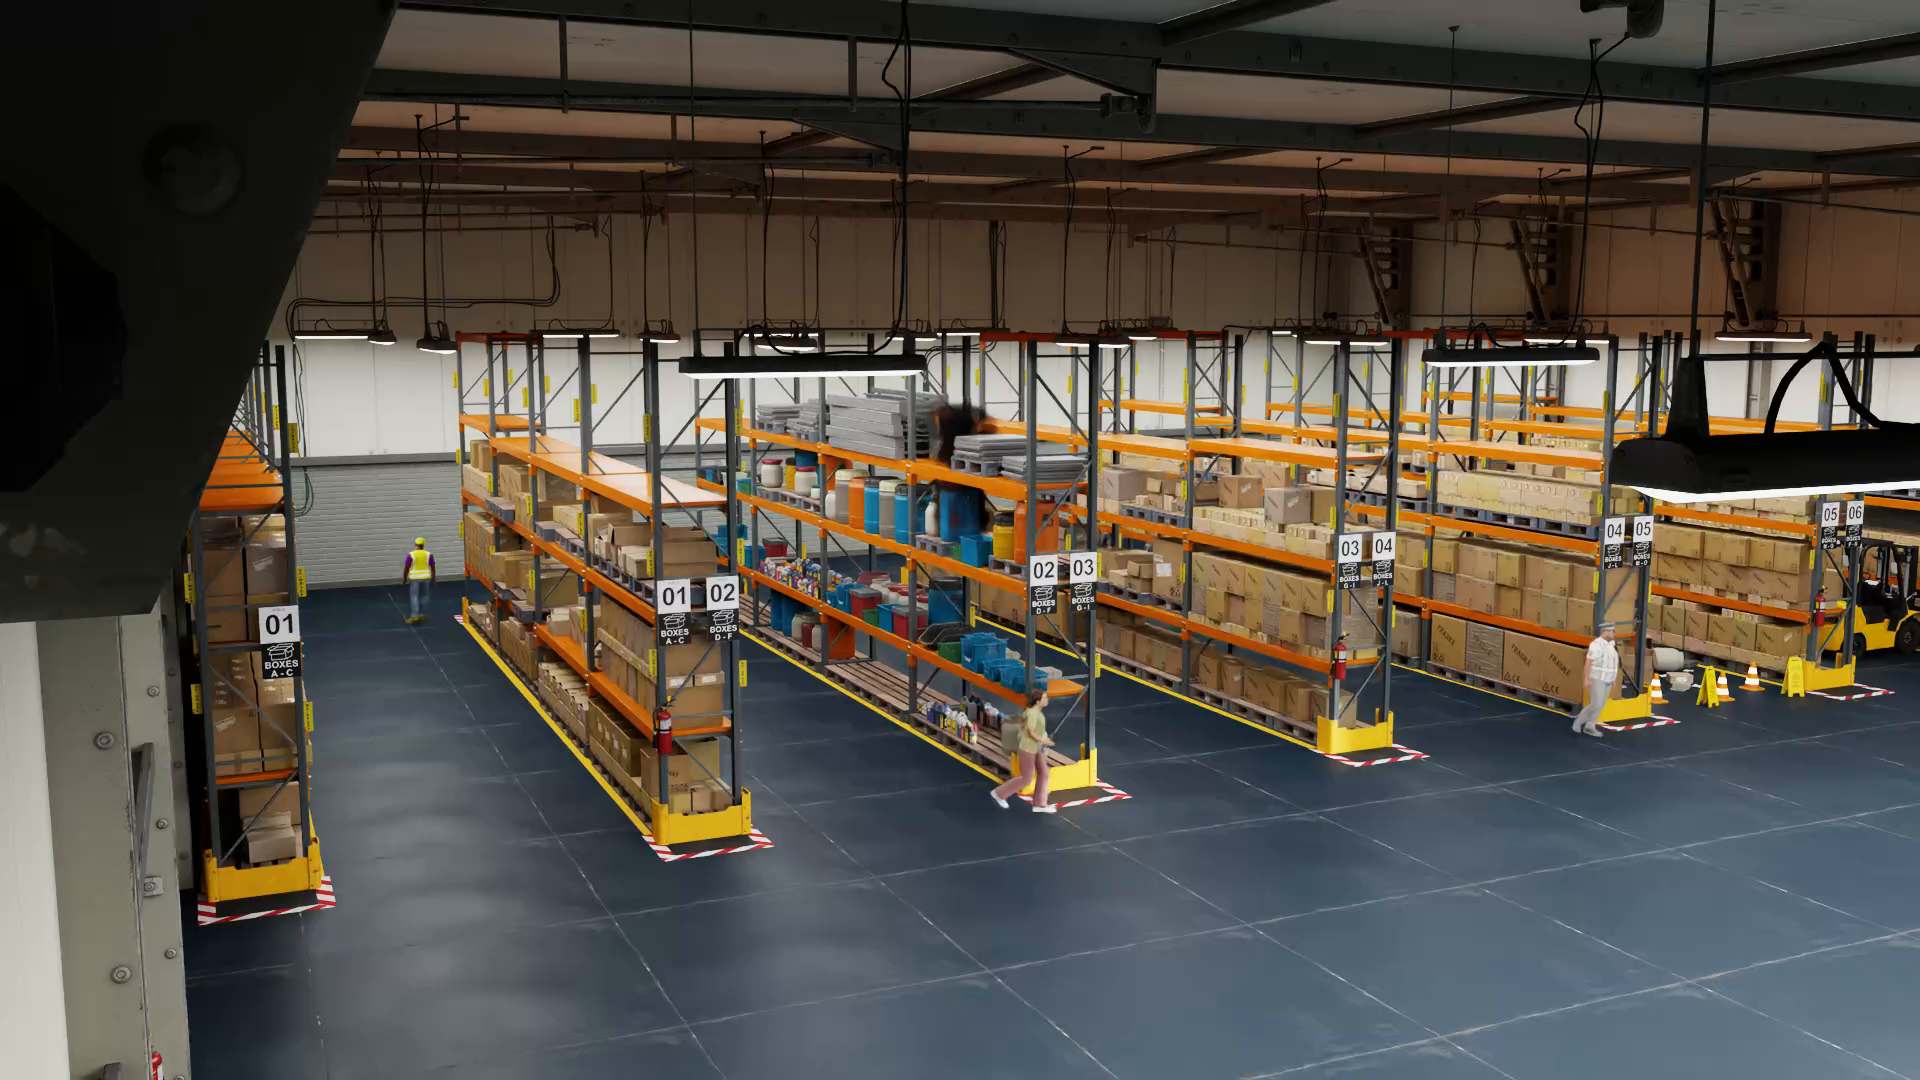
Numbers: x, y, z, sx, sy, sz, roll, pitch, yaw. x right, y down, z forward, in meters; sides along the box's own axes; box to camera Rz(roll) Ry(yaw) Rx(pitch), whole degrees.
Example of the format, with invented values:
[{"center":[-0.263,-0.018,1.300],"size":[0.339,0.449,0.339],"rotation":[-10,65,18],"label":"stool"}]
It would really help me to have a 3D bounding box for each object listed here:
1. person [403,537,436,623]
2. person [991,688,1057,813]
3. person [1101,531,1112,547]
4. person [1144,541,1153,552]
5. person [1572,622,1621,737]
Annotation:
[{"center":[-11.253,0.815,34.568],"size":[0.713,1.748,0.704],"rotation":[-4,9,-27],"label":"person"},{"center":[0.815,2.687,21.187],"size":[0.841,1.629,0.571],"rotation":[1,8,9],"label":"person"},{"center":[3.763,-0.143,41.738],"size":[0.692,1.794,0.648],"rotation":[-5,9,-33],"label":"person"},{"center":[5.119,-0.541,44.515],"size":[0.573,1.784,0.797],"rotation":[5,9,32],"label":"person"},{"center":[9.590,2.106,25.087],"size":[0.701,1.770,0.516],"rotation":[-6,10,-36],"label":"person"}]
